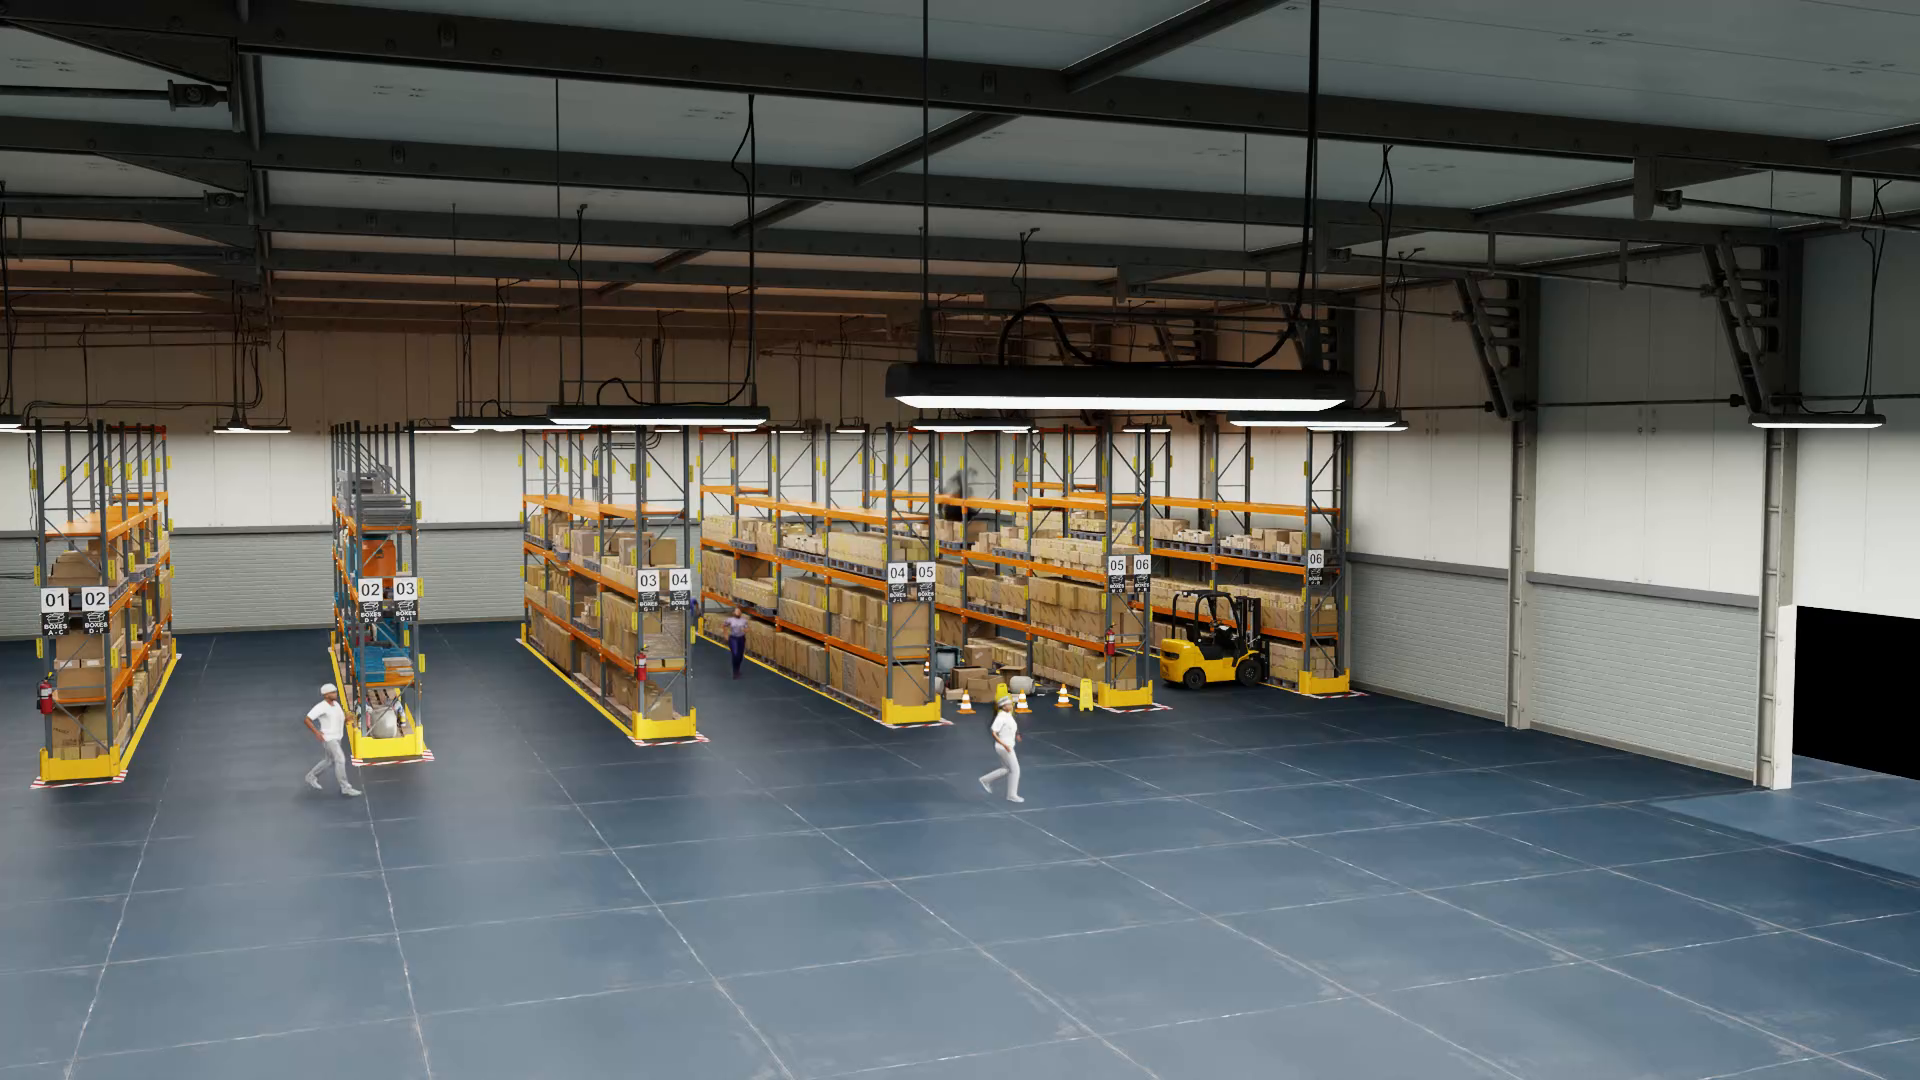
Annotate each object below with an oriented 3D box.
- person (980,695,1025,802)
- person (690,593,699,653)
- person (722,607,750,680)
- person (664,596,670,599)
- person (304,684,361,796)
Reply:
[{"bbox_3d":[0.660,3.263,26.107,0.726,1.696,0.576,1,4,10],"label":"person"},{"bbox_3d":[-7.225,2.142,44.233,0.585,1.696,0.882,-1,4,-18],"label":"person"},{"bbox_3d":[-5.287,2.440,39.417,0.580,1.709,0.770,-2,4,-27],"label":"person"},{"bbox_3d":[-8.429,1.838,48.467,0.752,1.747,0.840,3,5,40],"label":"person"},{"bbox_3d":[-9.972,3.158,26.418,0.959,1.756,0.700,0,4,3],"label":"person"}]
